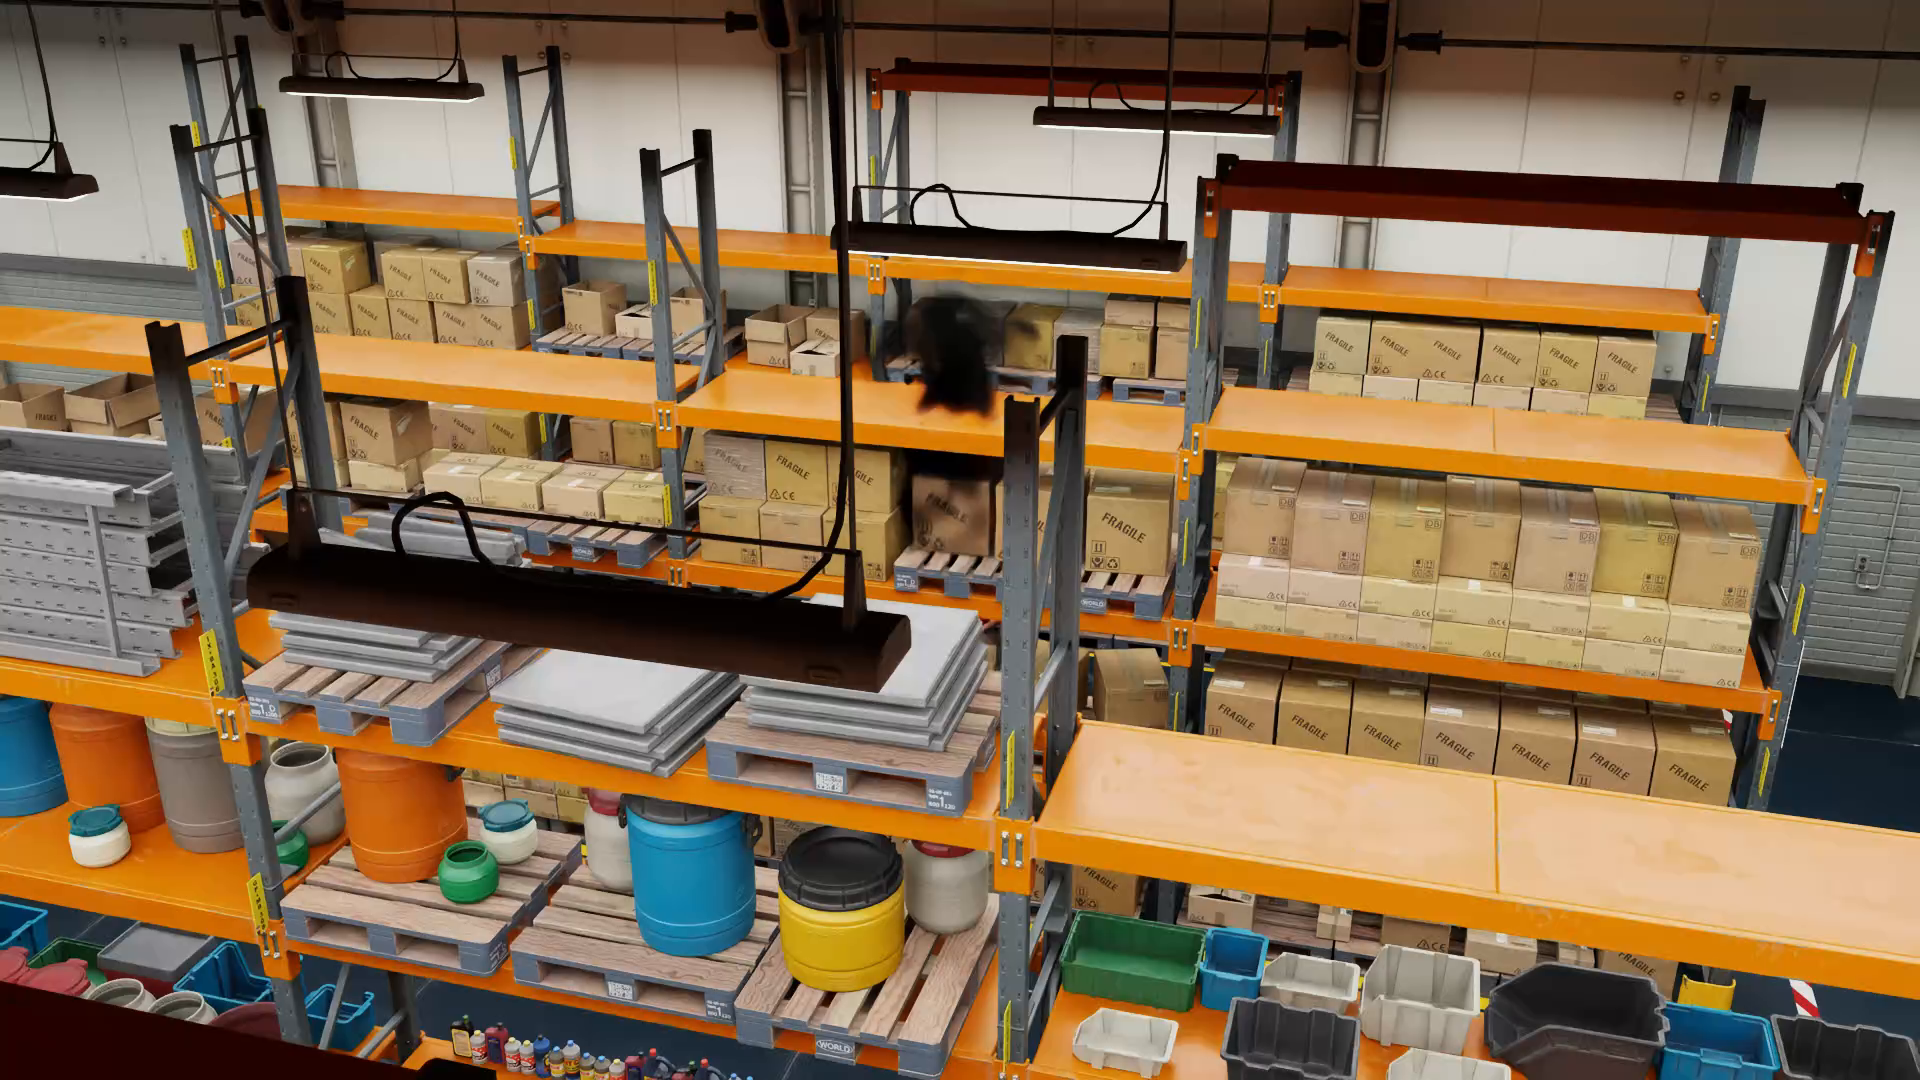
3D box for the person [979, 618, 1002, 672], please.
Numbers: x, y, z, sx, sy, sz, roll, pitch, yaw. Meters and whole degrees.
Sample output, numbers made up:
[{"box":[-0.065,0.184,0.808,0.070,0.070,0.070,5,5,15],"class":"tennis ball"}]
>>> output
[{"box":[0.408,0.908,16.456,0.670,1.669,0.664,-2,23,-6],"class":"person"}]
